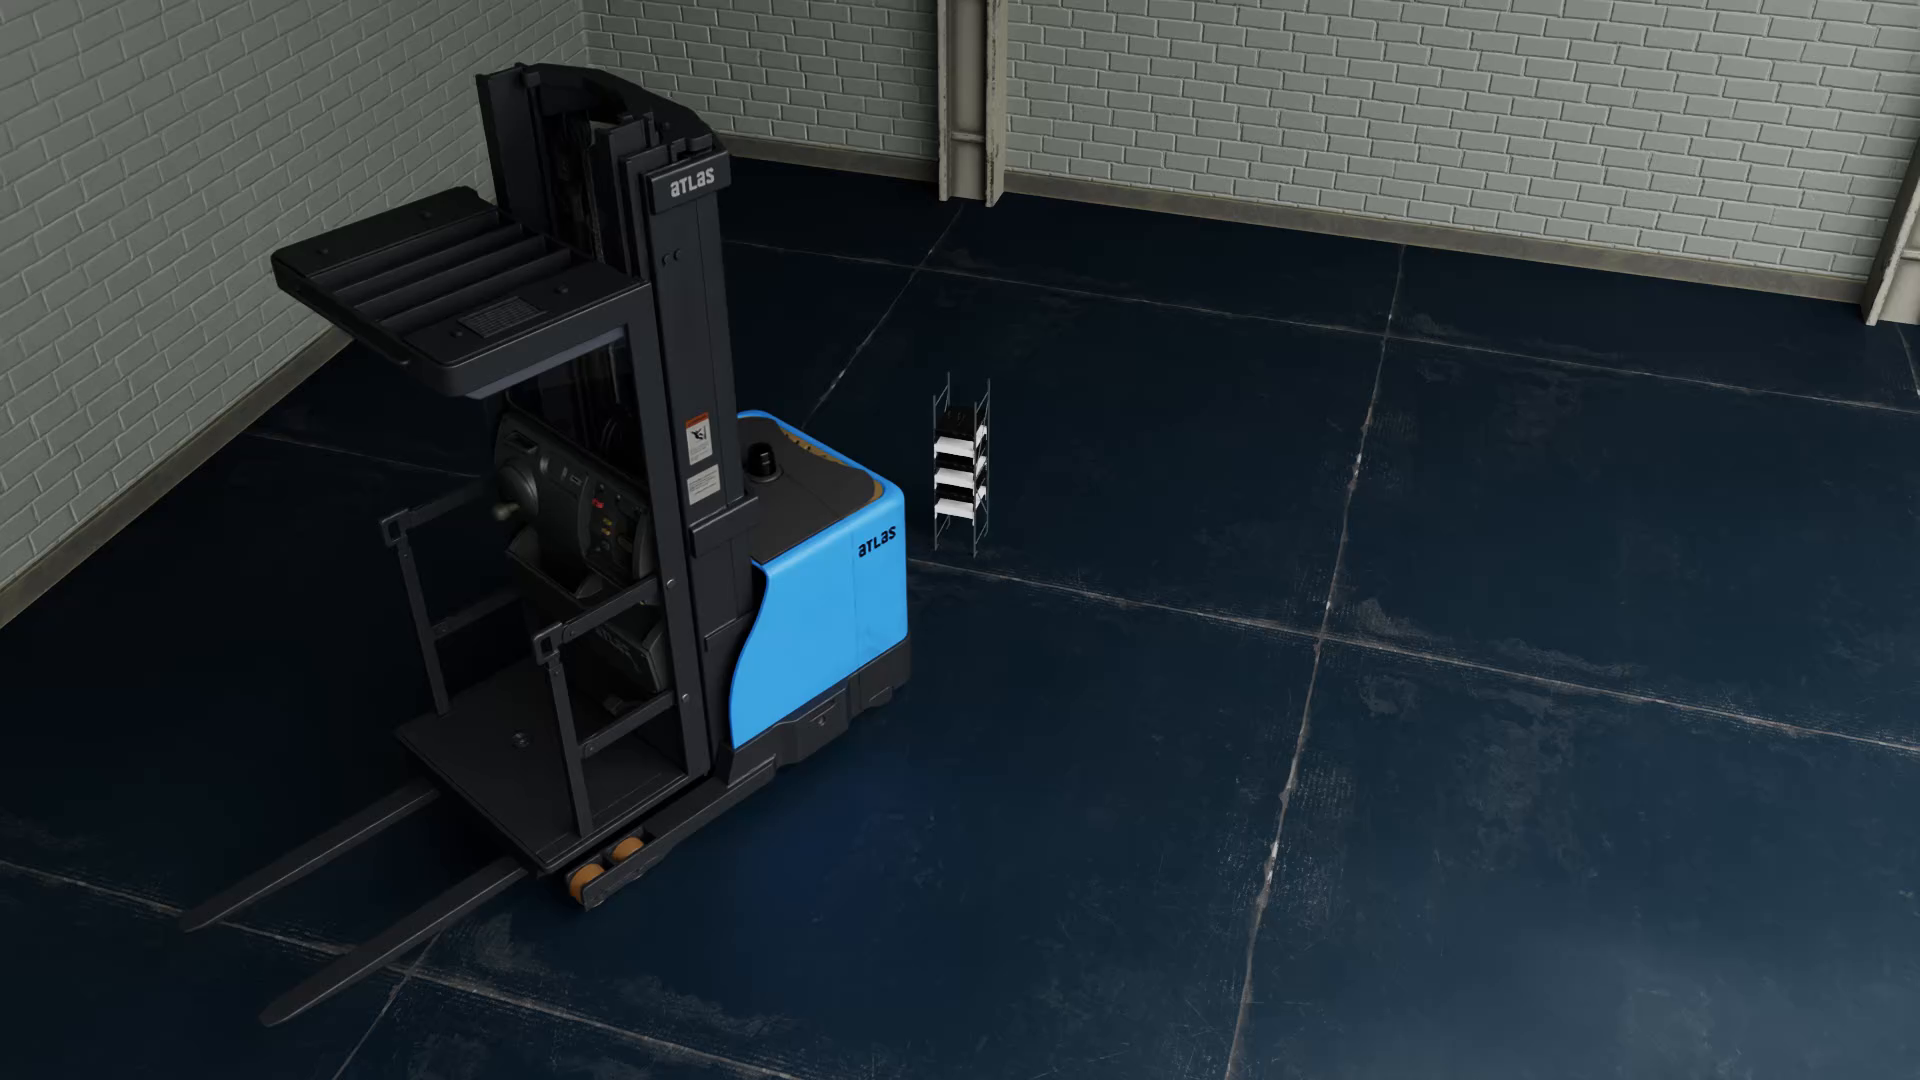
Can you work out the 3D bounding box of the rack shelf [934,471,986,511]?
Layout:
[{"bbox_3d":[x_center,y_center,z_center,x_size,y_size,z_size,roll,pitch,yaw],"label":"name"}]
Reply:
[{"bbox_3d":[0.008,-0.262,8.239,0.200,0.077,0.258,10,38,14],"label":"rack shelf"}]

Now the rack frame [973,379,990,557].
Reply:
[{"bbox_3d":[0.105,-0.343,8.142,0.006,0.900,0.240,10,38,14],"label":"rack frame"}]

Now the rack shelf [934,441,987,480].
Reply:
[{"bbox_3d":[0.008,-0.407,8.133,0.200,0.077,0.258,10,38,14],"label":"rack shelf"}]

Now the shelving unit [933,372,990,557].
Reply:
[{"bbox_3d":[0.008,-0.361,8.166,0.210,0.900,0.258,10,38,14],"label":"shelving unit"}]

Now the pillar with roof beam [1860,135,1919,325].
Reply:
[{"bbox_3d":[4.526,-2.569,4.334,0.400,9.000,9.100,10,38,14],"label":"pillar with roof beam"}]

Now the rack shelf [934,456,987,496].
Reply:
[{"bbox_3d":[0.008,-0.334,8.186,0.200,0.077,0.258,10,38,14],"label":"rack shelf"}]

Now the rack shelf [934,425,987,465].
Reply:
[{"bbox_3d":[0.008,-0.479,8.079,0.200,0.077,0.258,10,38,14],"label":"rack shelf"}]

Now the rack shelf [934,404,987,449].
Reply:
[{"bbox_3d":[0.008,-0.552,8.026,0.200,0.077,0.258,10,38,14],"label":"rack shelf"}]

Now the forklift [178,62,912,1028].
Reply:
[{"bbox_3d":[-1.599,-0.095,6.091,1.130,2.935,3.031,30,46,34],"label":"forklift"}]

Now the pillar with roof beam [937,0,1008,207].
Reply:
[{"bbox_3d":[-1.201,-3.629,5.775,0.400,9.000,9.100,10,38,14],"label":"pillar with roof beam"}]

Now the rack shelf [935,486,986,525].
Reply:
[{"bbox_3d":[0.008,-0.189,8.293,0.200,0.077,0.258,10,38,14],"label":"rack shelf"}]

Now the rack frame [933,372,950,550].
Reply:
[{"bbox_3d":[-0.089,-0.379,8.191,0.006,0.900,0.240,10,38,14],"label":"rack frame"}]
